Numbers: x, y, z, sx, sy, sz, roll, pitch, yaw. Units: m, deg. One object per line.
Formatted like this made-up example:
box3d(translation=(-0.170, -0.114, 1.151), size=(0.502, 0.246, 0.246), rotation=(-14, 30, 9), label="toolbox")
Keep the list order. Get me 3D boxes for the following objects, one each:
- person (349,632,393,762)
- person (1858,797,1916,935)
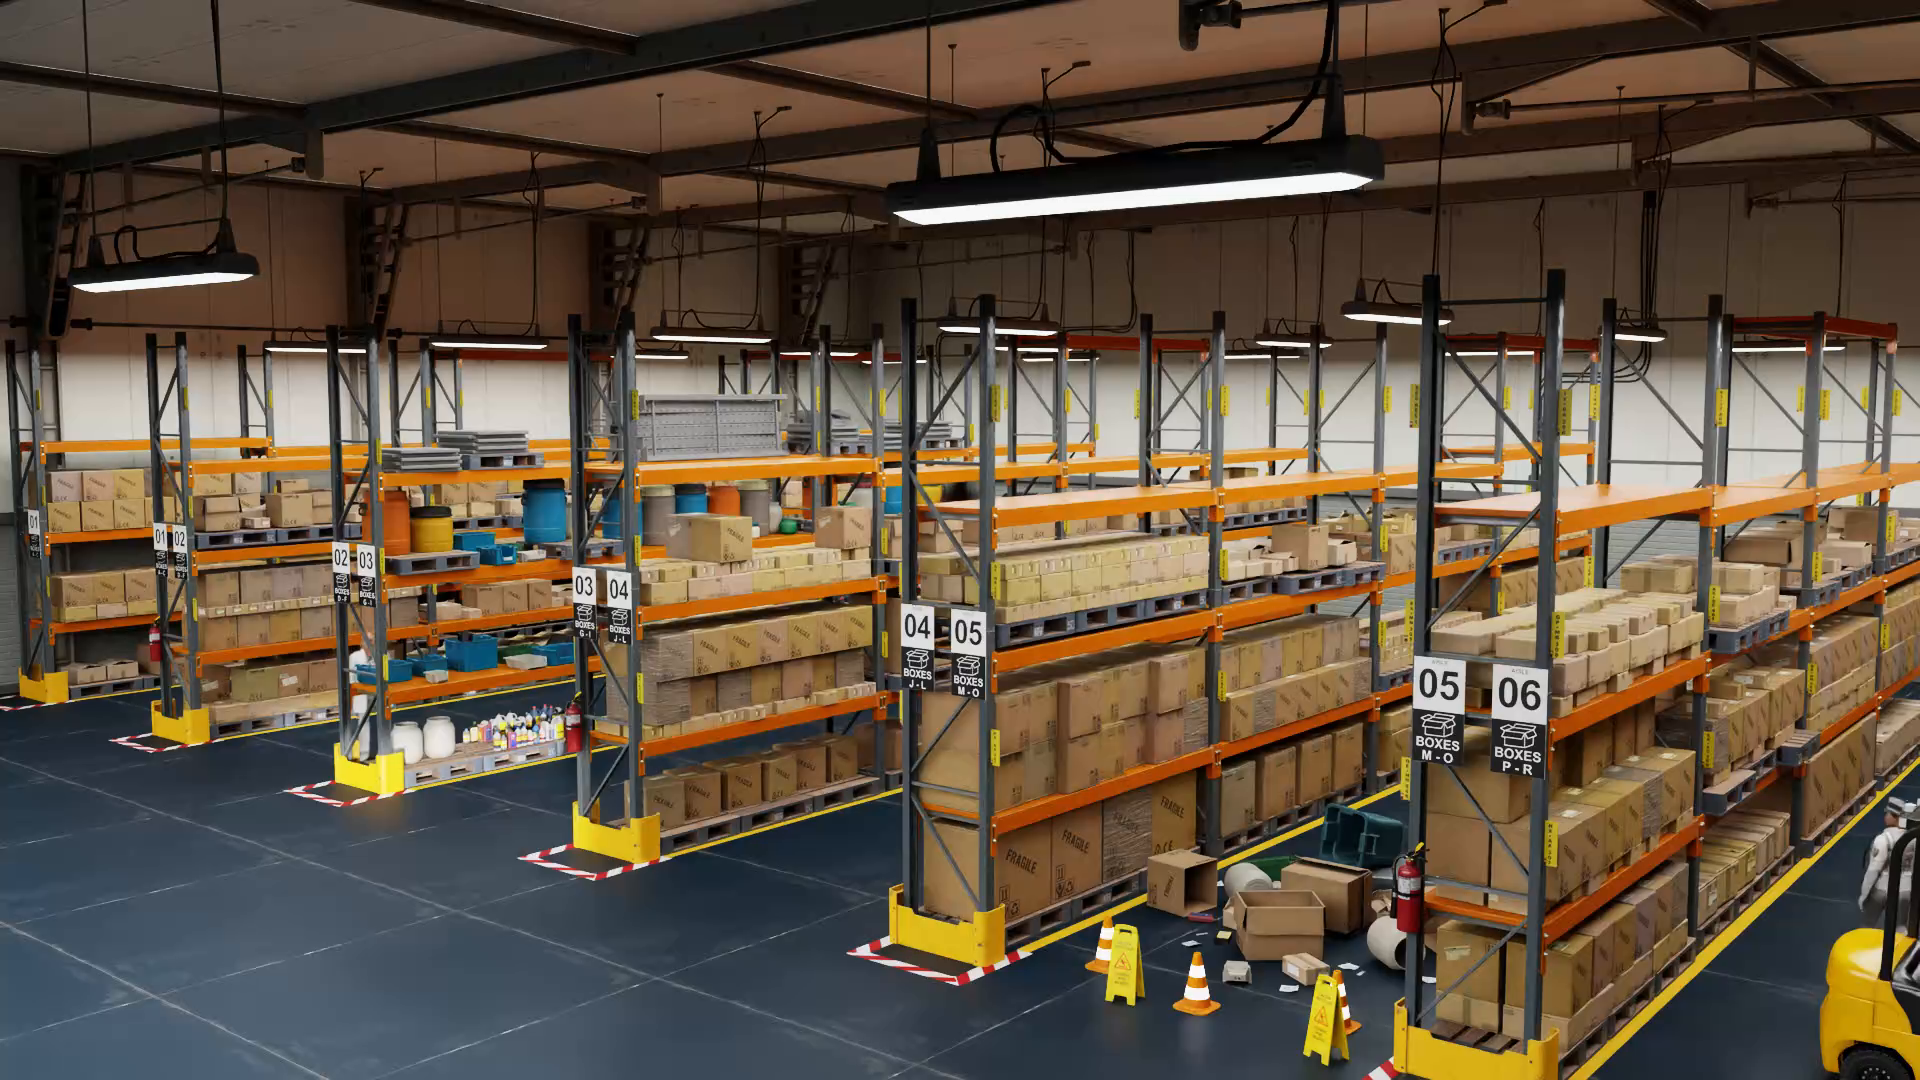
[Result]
box3d(translation=(-8.300, 2.199, 23.350), size=(0.680, 1.813, 0.482), rotation=(-3, 6, -33), label="person")
box3d(translation=(8.086, 3.052, 14.534), size=(0.502, 1.653, 0.588), rotation=(0, 5, 5), label="person")
